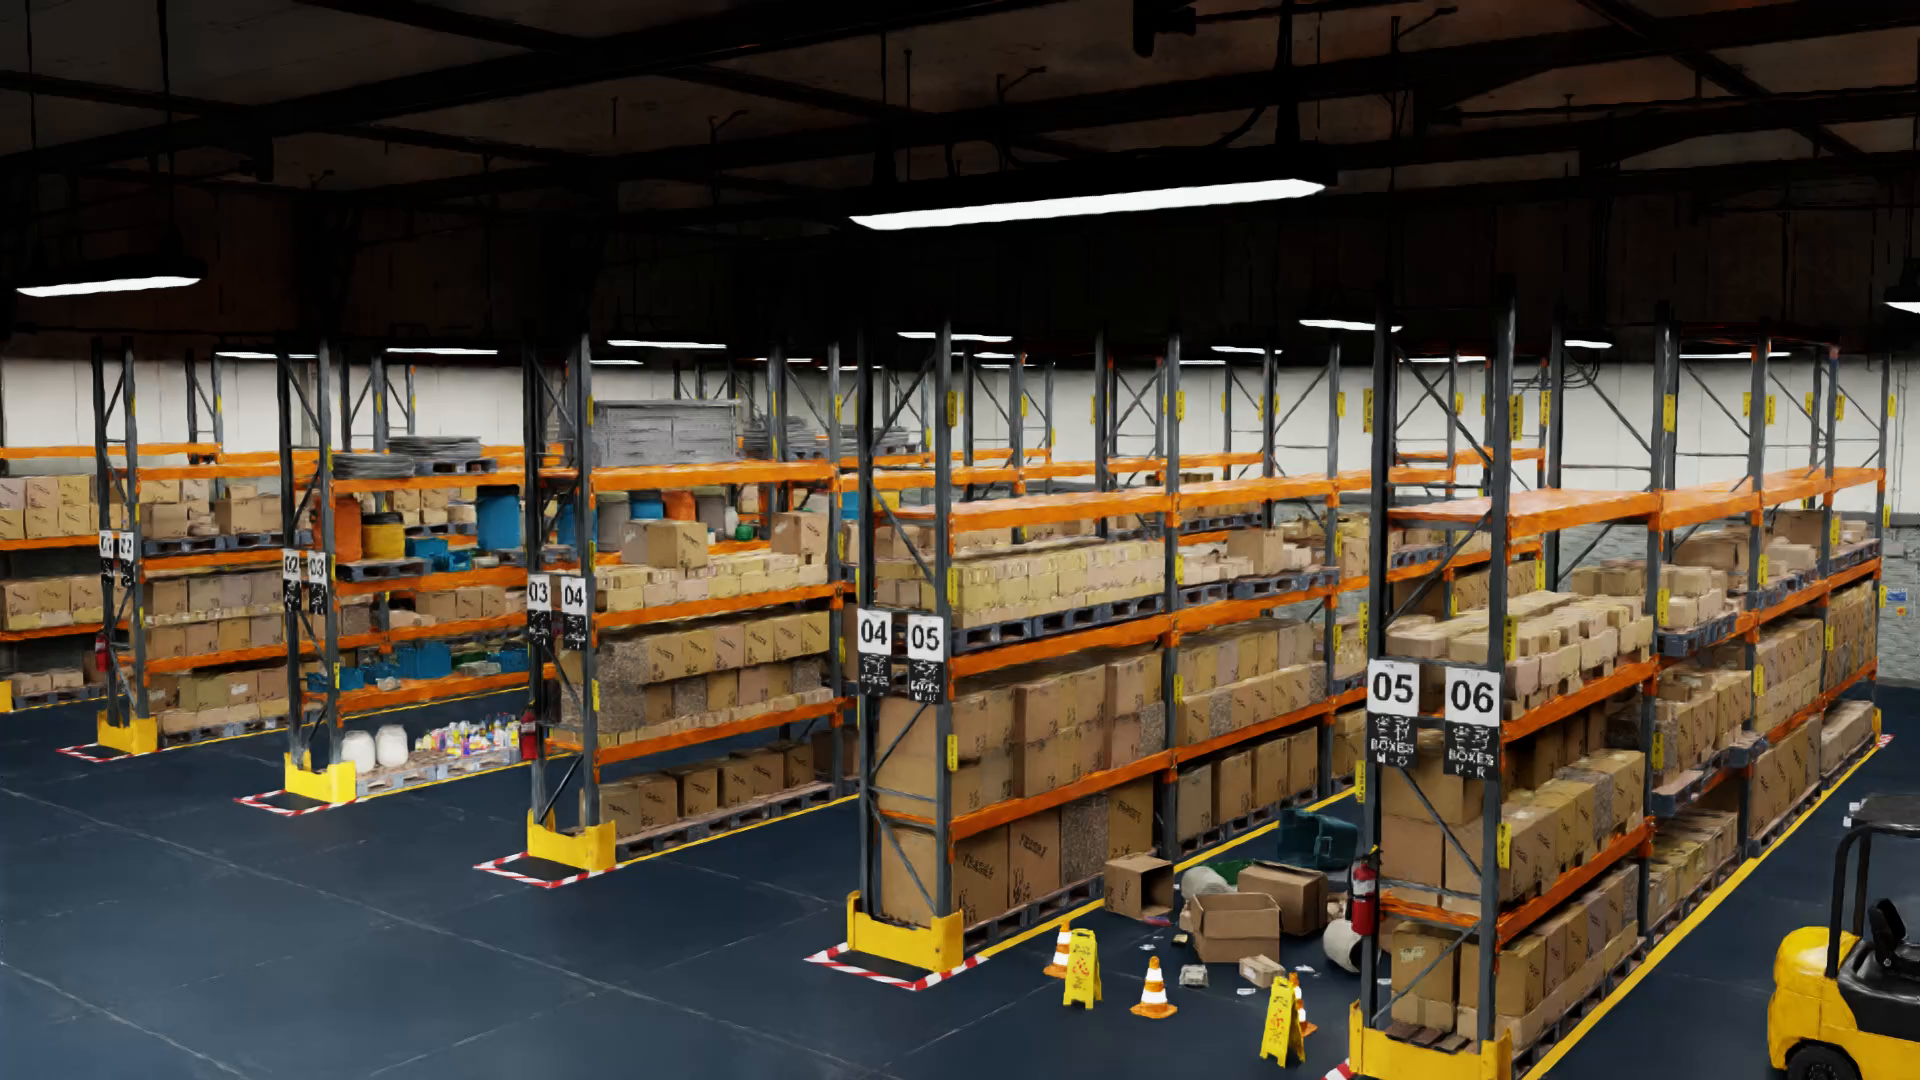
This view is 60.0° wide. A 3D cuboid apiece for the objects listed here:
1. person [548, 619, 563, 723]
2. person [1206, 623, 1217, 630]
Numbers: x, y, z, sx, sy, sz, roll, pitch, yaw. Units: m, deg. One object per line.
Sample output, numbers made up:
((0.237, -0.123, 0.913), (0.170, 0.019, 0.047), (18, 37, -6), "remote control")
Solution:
((-6.296, 2.016, 26.215), (0.626, 1.708, 0.576), (-2, 5, -23), "person")
((4.019, 2.094, 26.251), (0.625, 1.596, 0.503), (4, 6, 35), "person")
